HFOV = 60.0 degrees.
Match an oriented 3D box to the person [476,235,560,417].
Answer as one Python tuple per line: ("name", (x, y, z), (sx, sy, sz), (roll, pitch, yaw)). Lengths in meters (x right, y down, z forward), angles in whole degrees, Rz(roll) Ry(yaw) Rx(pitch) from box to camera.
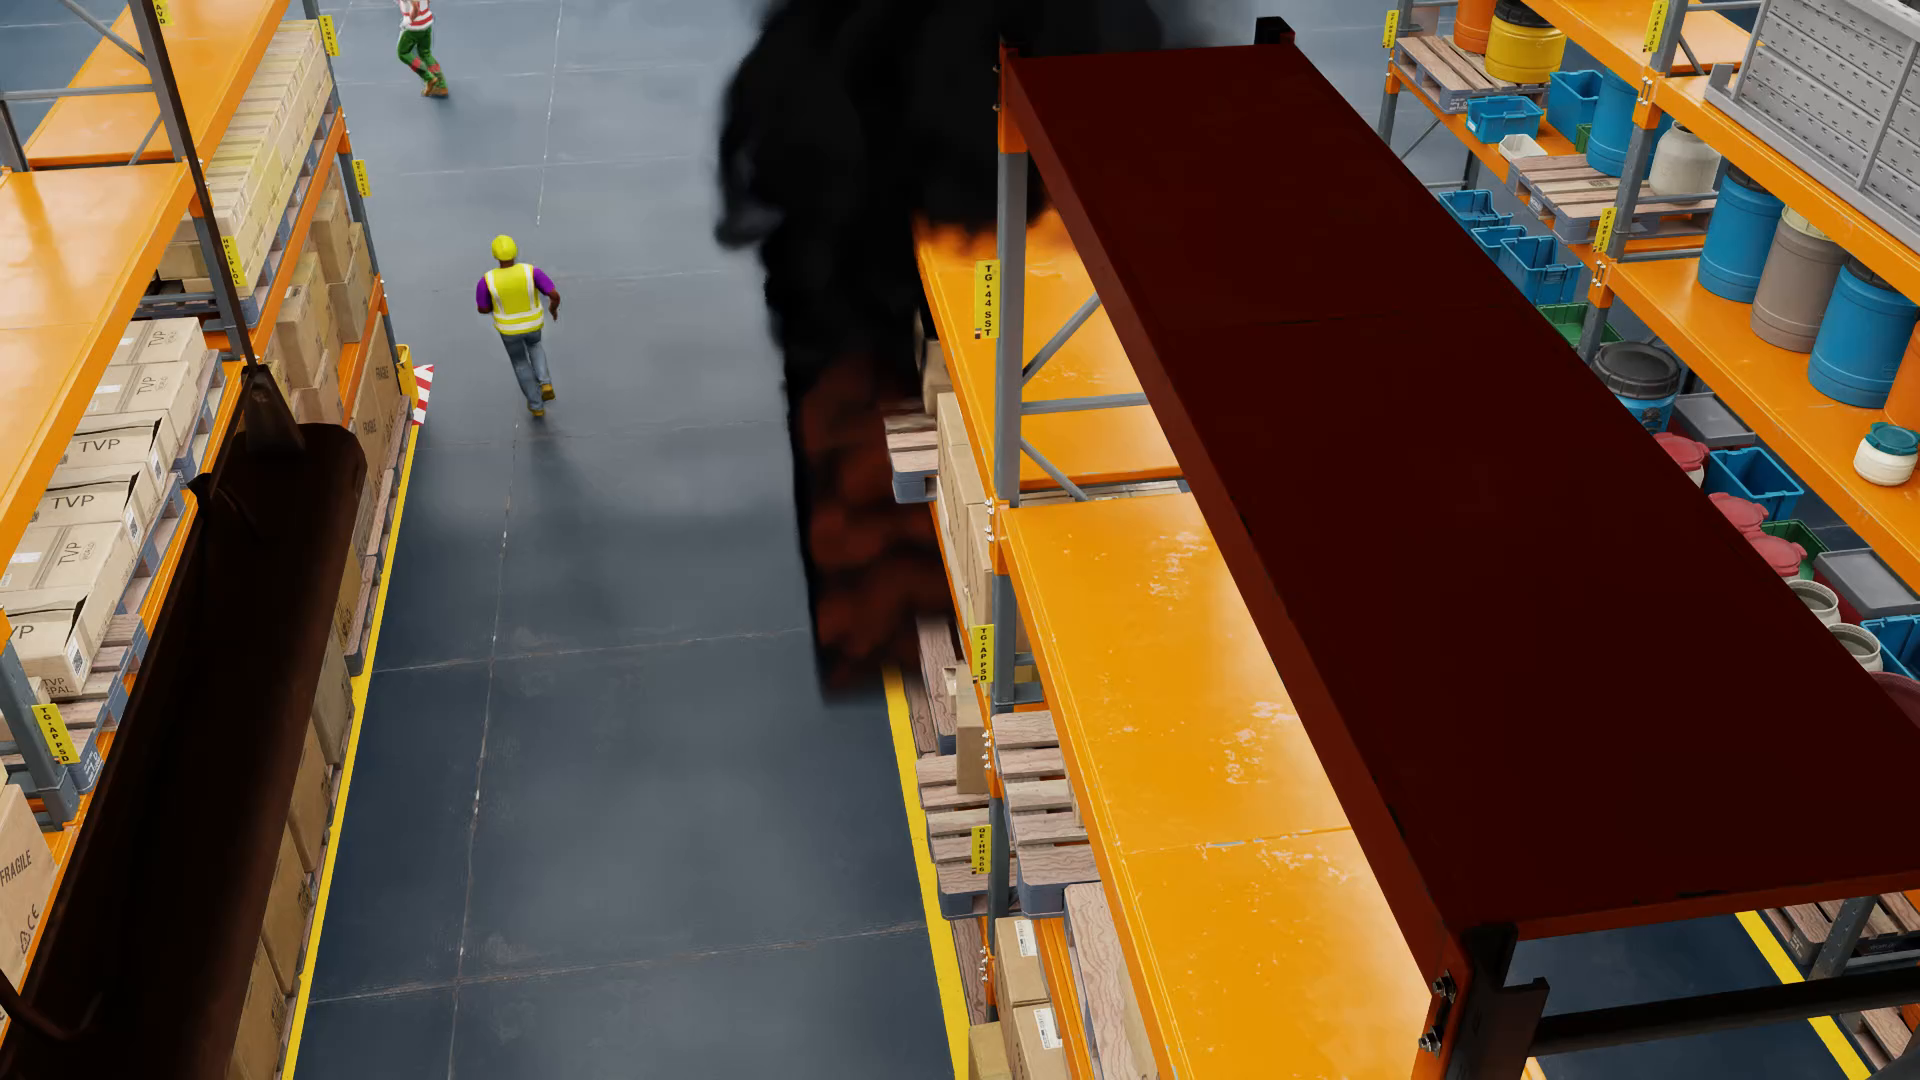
("person", (-3.853, -1.915, 14.570), (0.680, 1.718, 0.600), (-14, 39, -19))

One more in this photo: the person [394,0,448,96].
("person", (-6.804, -6.400, 20.666), (0.600, 1.756, 0.639), (9, 37, 13))
